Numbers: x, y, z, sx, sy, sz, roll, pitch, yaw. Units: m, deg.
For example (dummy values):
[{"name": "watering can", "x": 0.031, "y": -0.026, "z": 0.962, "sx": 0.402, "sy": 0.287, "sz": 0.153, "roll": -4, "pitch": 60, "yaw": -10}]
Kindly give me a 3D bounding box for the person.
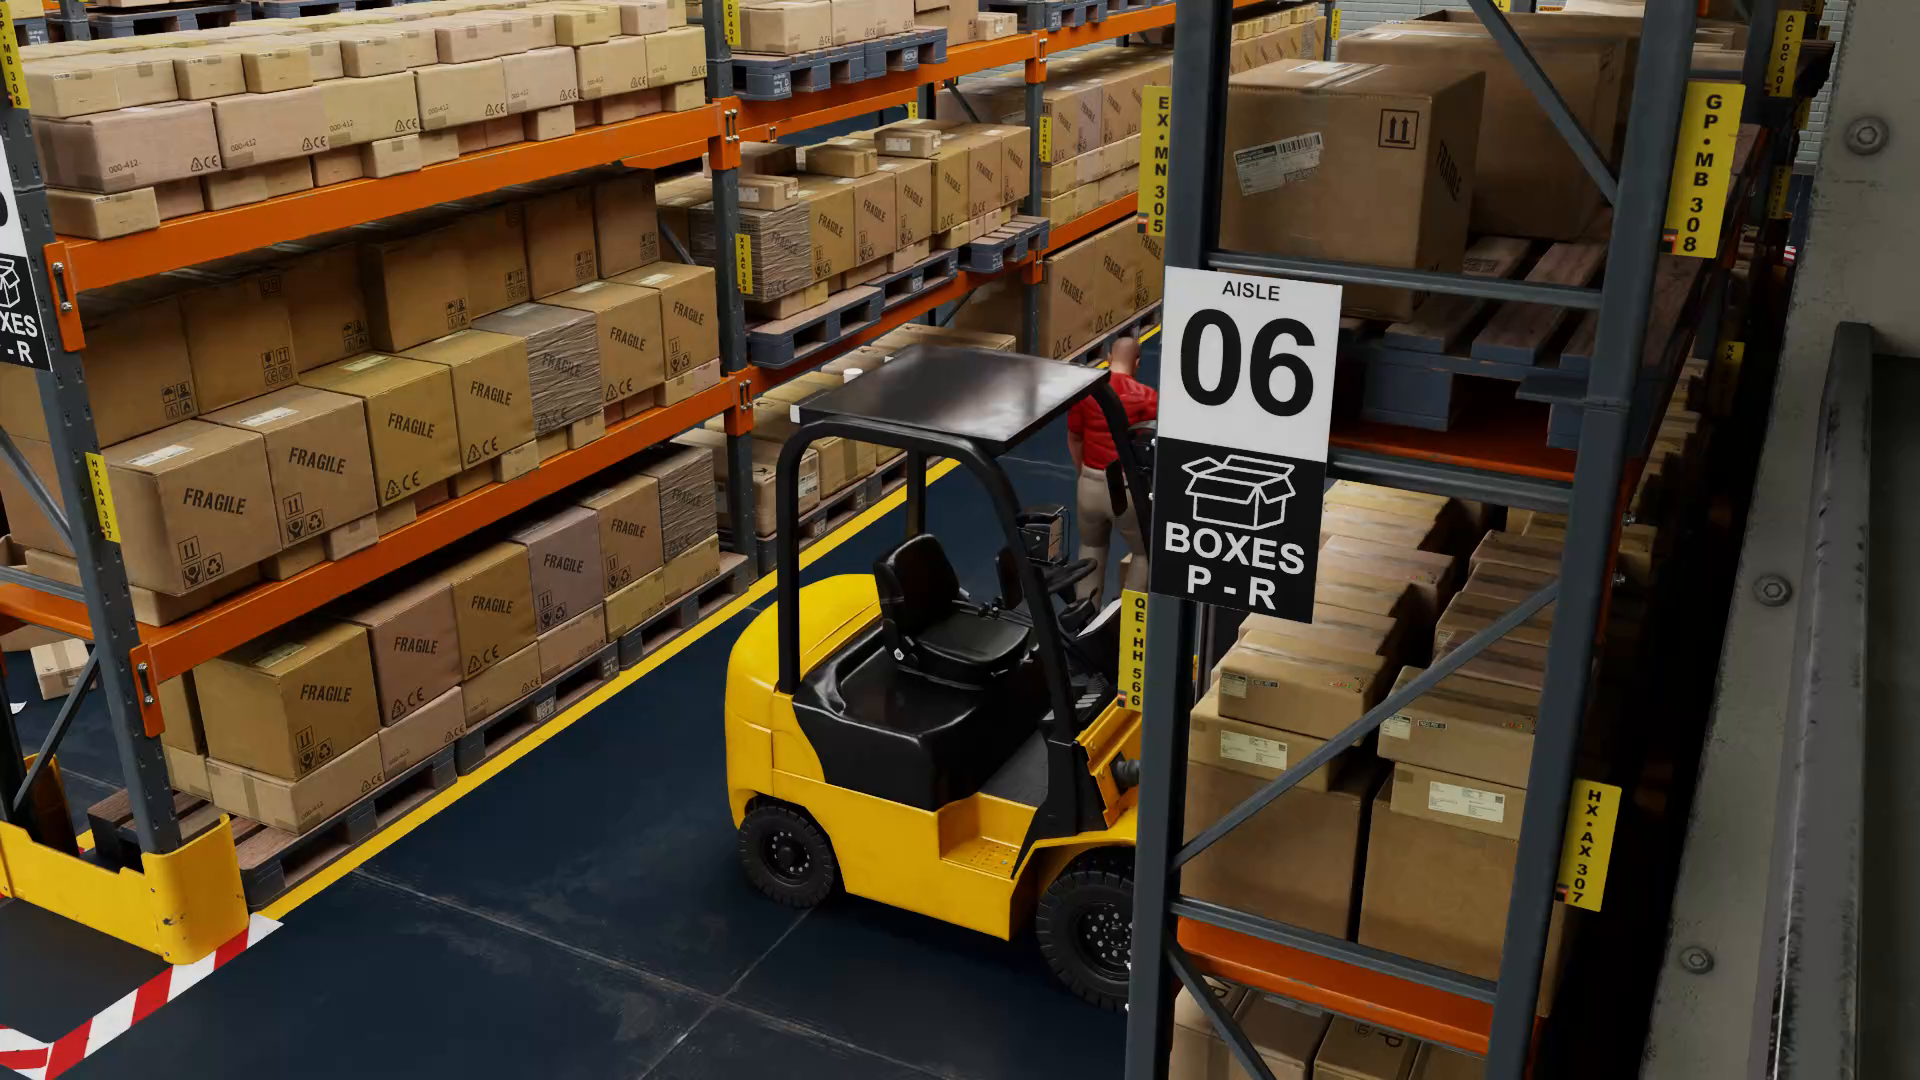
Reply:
[{"name": "person", "x": 0.831, "y": -0.260, "z": 9.012, "sx": 0.561, "sy": 1.664, "sz": 0.441, "roll": 12, "pitch": 25, "yaw": 26}]
